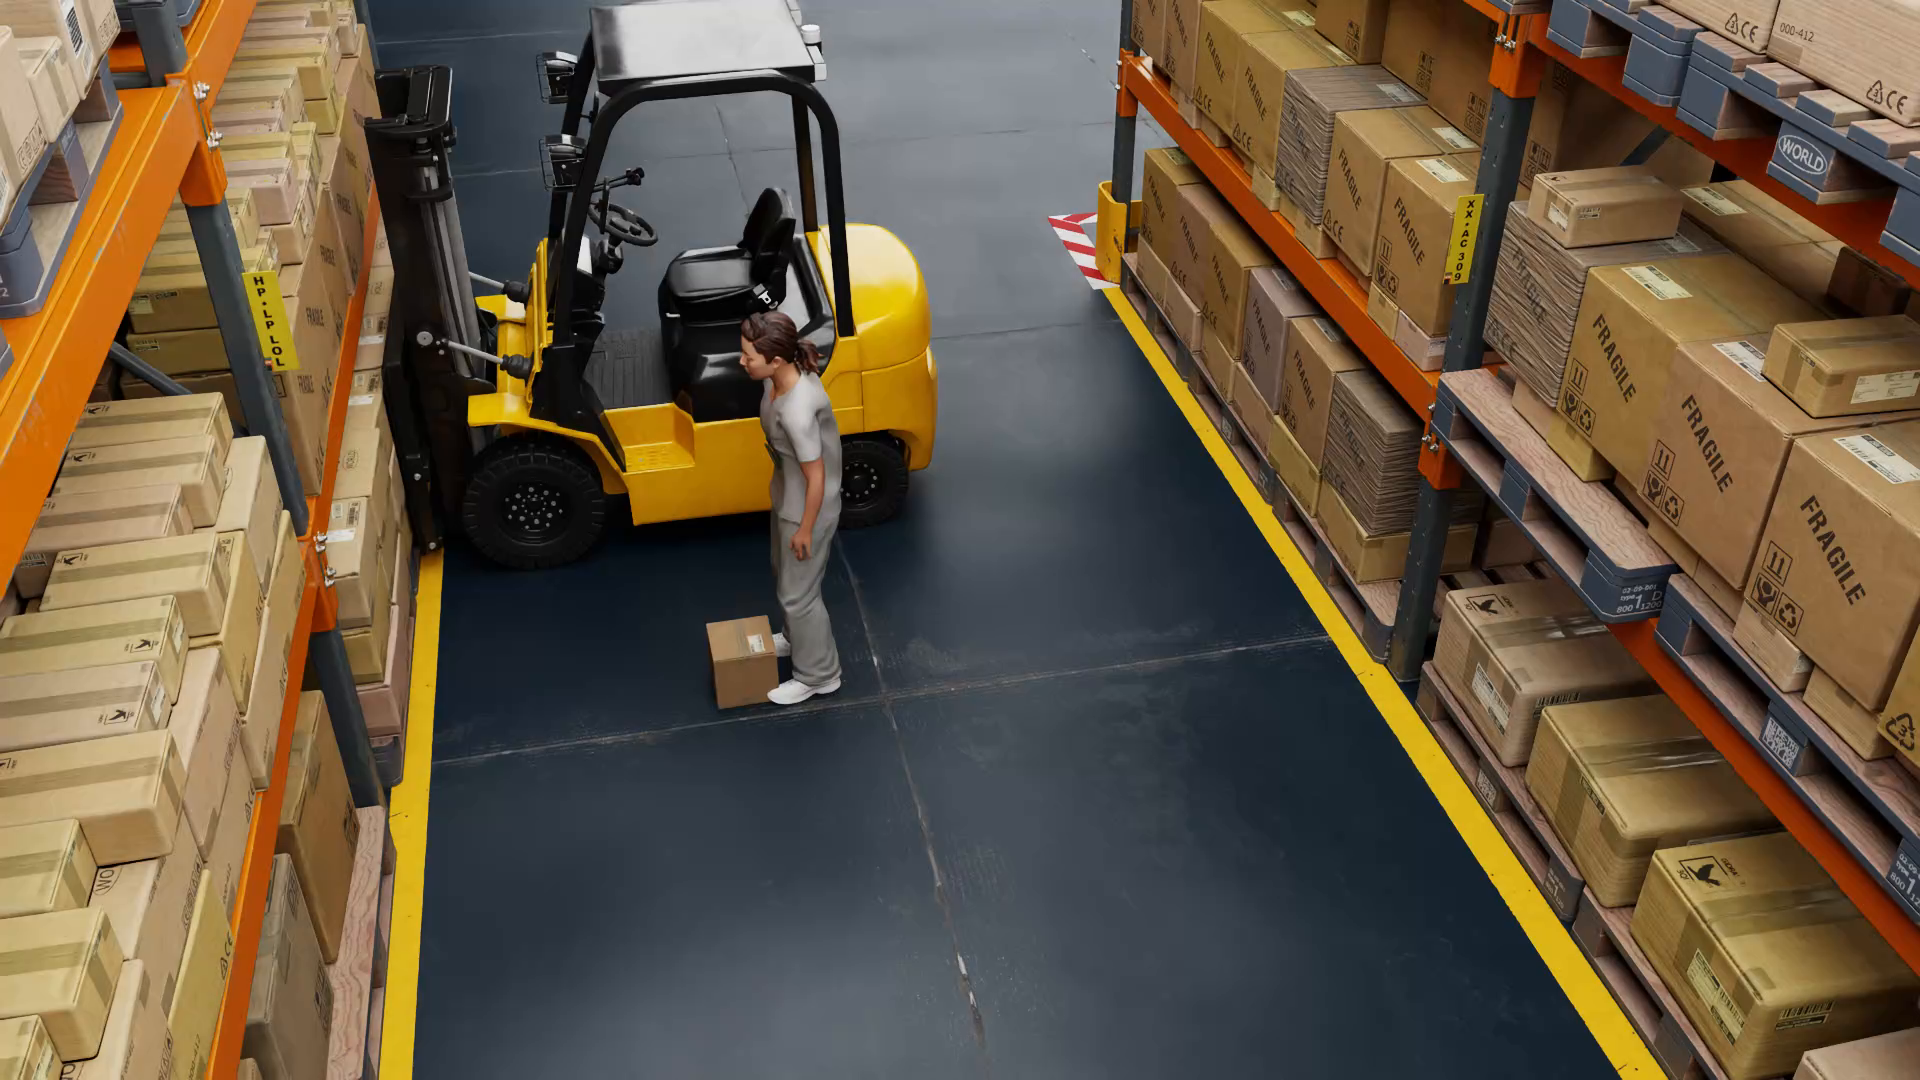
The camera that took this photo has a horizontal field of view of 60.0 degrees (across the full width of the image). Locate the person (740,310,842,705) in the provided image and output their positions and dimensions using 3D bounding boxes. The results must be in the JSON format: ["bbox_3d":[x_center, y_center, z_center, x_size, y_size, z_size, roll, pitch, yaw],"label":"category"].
[{"bbox_3d":[-0.631,-0.132,6.339,0.362,1.671,0.498,-9,35,-13],"label":"person"}]
